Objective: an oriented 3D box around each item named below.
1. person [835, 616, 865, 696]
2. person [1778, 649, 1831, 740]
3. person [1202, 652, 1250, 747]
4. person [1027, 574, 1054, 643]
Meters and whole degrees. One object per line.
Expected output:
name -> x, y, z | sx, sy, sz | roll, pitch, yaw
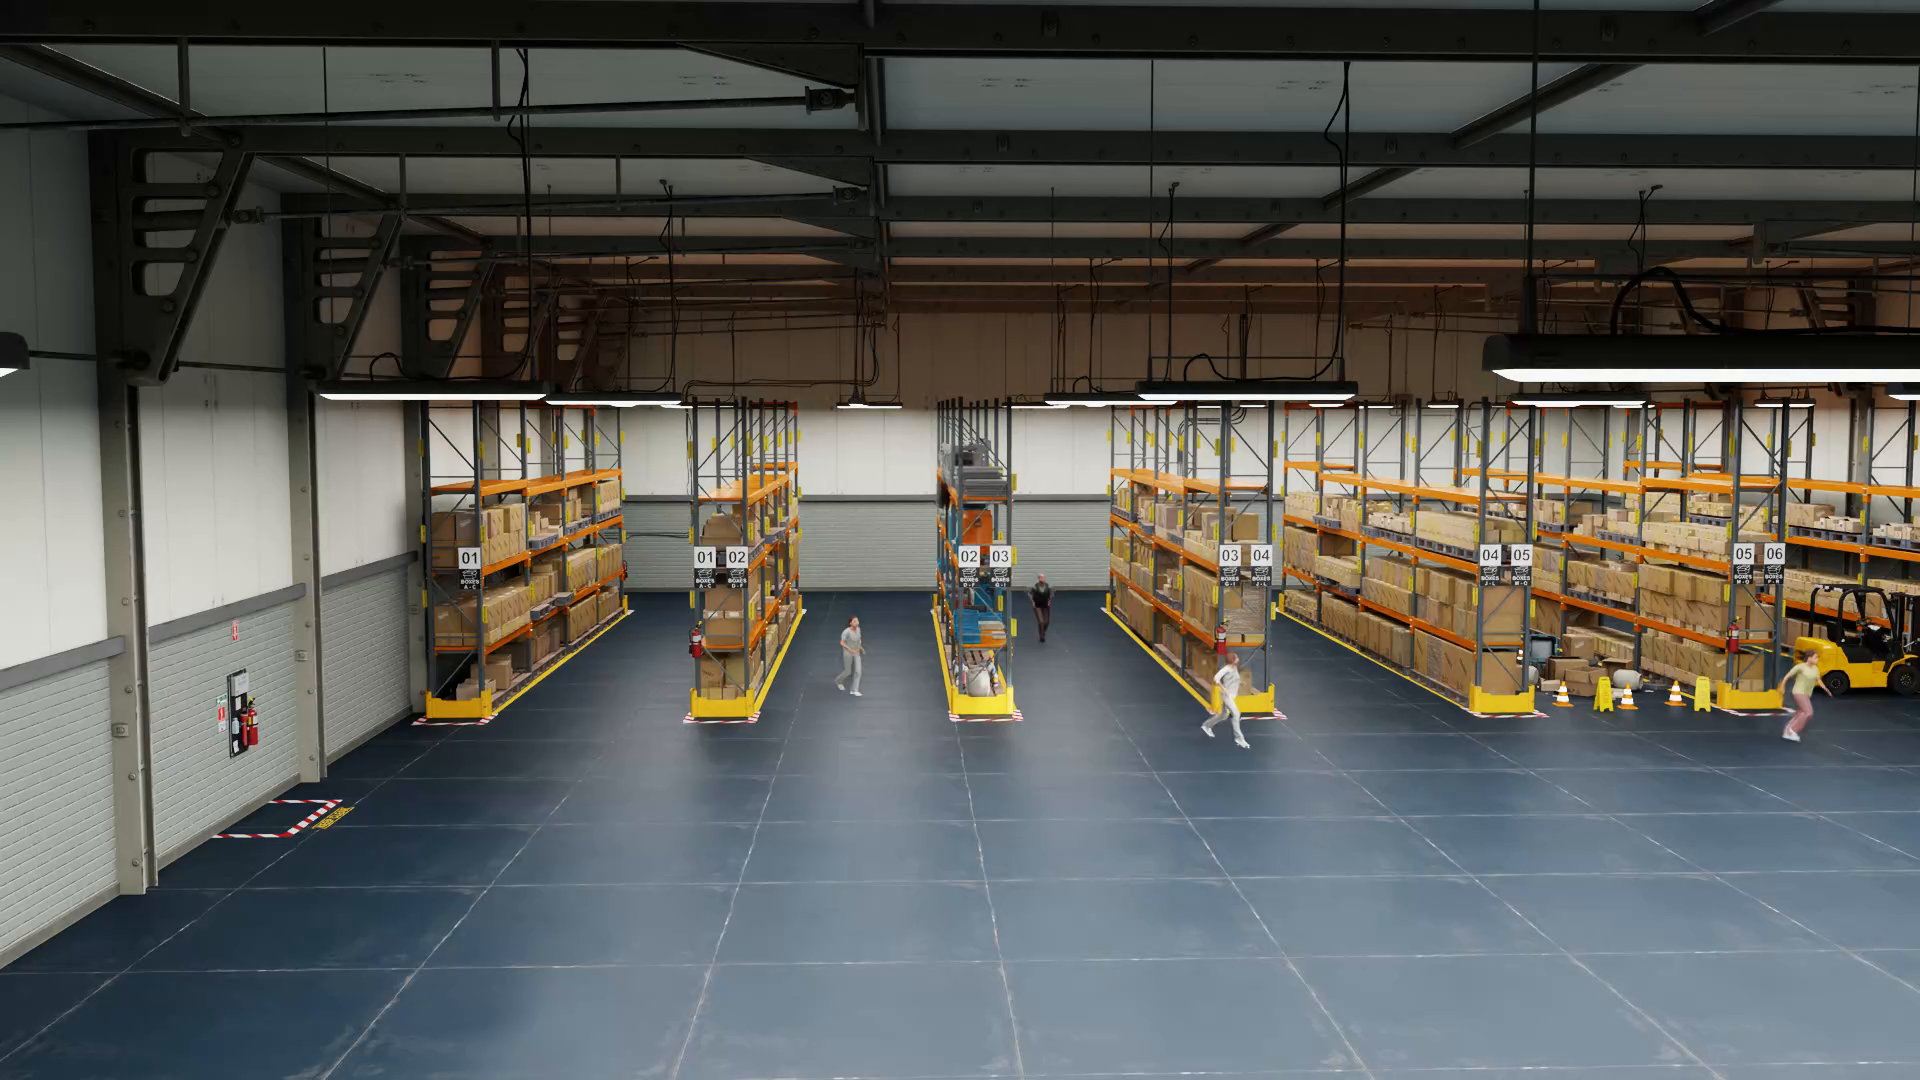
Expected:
person -> -2.251, 2.320, 33.652 | 0.560, 1.626, 0.815 | -3, 6, -37
person -> 14.618, 2.680, 28.724 | 0.541, 1.615, 0.737 | -2, 5, -27
person -> 4.557, 2.718, 28.539 | 0.891, 1.611, 0.563 | 2, 5, 26
person -> 2.016, 1.681, 41.445 | 0.672, 1.695, 0.700 | -1, 4, -8
